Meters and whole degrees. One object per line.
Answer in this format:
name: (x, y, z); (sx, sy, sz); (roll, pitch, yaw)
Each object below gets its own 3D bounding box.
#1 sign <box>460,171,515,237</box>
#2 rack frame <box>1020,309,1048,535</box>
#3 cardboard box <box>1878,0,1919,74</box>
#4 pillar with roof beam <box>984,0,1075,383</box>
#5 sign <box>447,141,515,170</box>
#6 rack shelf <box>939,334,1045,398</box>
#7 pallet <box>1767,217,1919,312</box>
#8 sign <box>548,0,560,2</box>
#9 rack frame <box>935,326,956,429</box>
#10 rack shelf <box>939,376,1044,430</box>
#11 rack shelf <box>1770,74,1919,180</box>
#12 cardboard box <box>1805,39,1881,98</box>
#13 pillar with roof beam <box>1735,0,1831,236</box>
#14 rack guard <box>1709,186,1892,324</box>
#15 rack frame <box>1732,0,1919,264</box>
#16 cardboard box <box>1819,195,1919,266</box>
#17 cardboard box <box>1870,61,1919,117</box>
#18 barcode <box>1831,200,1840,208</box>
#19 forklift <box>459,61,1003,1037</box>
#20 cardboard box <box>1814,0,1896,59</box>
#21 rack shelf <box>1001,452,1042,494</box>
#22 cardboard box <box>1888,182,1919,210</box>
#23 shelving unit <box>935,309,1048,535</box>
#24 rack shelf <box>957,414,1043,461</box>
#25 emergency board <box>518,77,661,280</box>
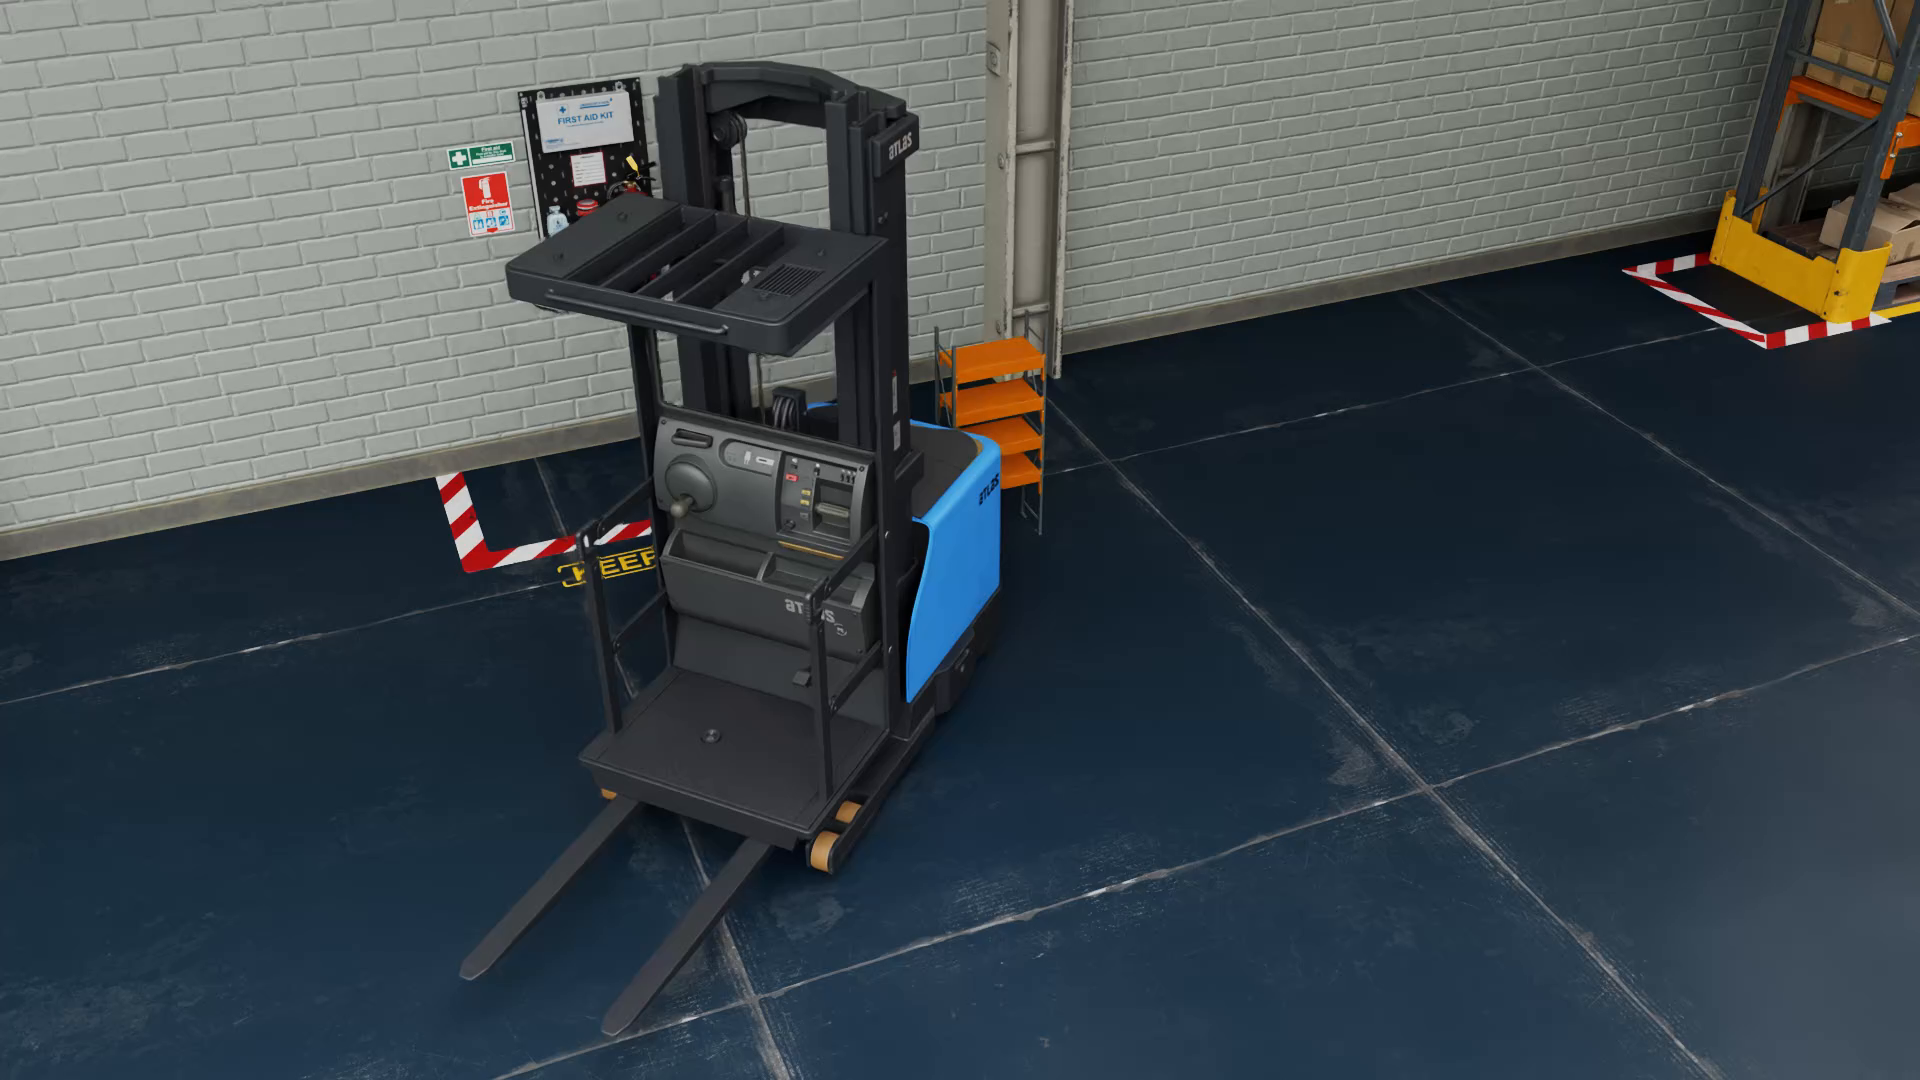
sign: (-2.455, -1.748, 8.653); (0.234, 0.329, 0.001); (-13, 35, -19)
rack frame: (0.378, -0.589, 8.556); (0.015, 1.200, 0.240); (-13, 35, -19)
cardboard box: (6.166, -3.194, 10.340); (0.500, 0.500, 0.500); (-13, 35, -19)
pillar with roof beam: (2.054, -2.650, 4.572); (0.400, 9.000, 9.100); (-13, 35, -19)
sign: (-2.448, -1.966, 8.503); (0.331, 0.109, 0.001); (-13, 35, -19)
rack shelf: (0.153, -0.867, 8.262); (0.480, 0.148, 0.258); (-13, 35, -19)
pallet: (6.442, -1.985, 11.608); (1.213, 0.211, 1.003); (-13, 35, -19)
sign: (-1.952, -2.818, 8.205); (0.199, 0.298, 0.001); (-13, 35, -19)
rack frame: (-0.072, -0.486, 8.397); (0.015, 1.200, 0.240); (-13, 35, -19)
rack shelf: (0.153, -0.669, 8.391); (0.480, 0.148, 0.258); (-13, 35, -19)
rack shelf: (7.453, -3.105, 11.431); (4.000, 0.370, 1.077); (-13, 35, -19)
cardboard box: (5.965, -3.126, 10.923); (0.500, 0.250, 0.500); (-12, 35, -18)
pillar with roof beam: (7.586, -3.917, 6.519); (0.400, 9.000, 9.100); (-13, 35, -19)
rack guard: (5.679, -1.953, 11.292); (0.348, 0.500, 1.175); (-13, 35, -19)
rack frame: (5.609, -2.984, 10.586); (0.127, 3.000, 1.000); (-13, 35, -19)
cardboard box: (6.282, -2.142, 11.354); (0.500, 0.311, 0.500); (-17, 37, -24)
cardboard box: (6.182, -2.873, 10.534); (0.500, 0.250, 0.500); (-14, 36, -20)
barcode: (6.144, -2.351, 11.667); (0.075, 0.075, 0.001); (-13, 35, -19)
forklift: (-0.867, -0.162, 6.311); (1.130, 2.935, 3.031); (14, 36, 20)
cardboard box: (5.962, -3.450, 10.734); (0.500, 0.500, 0.500); (-13, 35, -19)
rack shelf: (0.153, -0.315, 8.621); (0.480, 0.148, 0.258); (-13, 35, -19)
cardboard box: (6.808, -2.263, 11.539); (0.500, 0.311, 0.500); (-10, 34, -15)
shelving unit: (0.153, -0.538, 8.476); (0.503, 1.200, 0.258); (-13, 35, -19)
rack shelf: (0.153, -0.481, 8.513); (0.480, 0.148, 0.258); (-13, 35, -19)
emergency board: (-1.906, -1.798, 8.762); (0.643, 1.169, 0.194); (-13, 35, -19)
